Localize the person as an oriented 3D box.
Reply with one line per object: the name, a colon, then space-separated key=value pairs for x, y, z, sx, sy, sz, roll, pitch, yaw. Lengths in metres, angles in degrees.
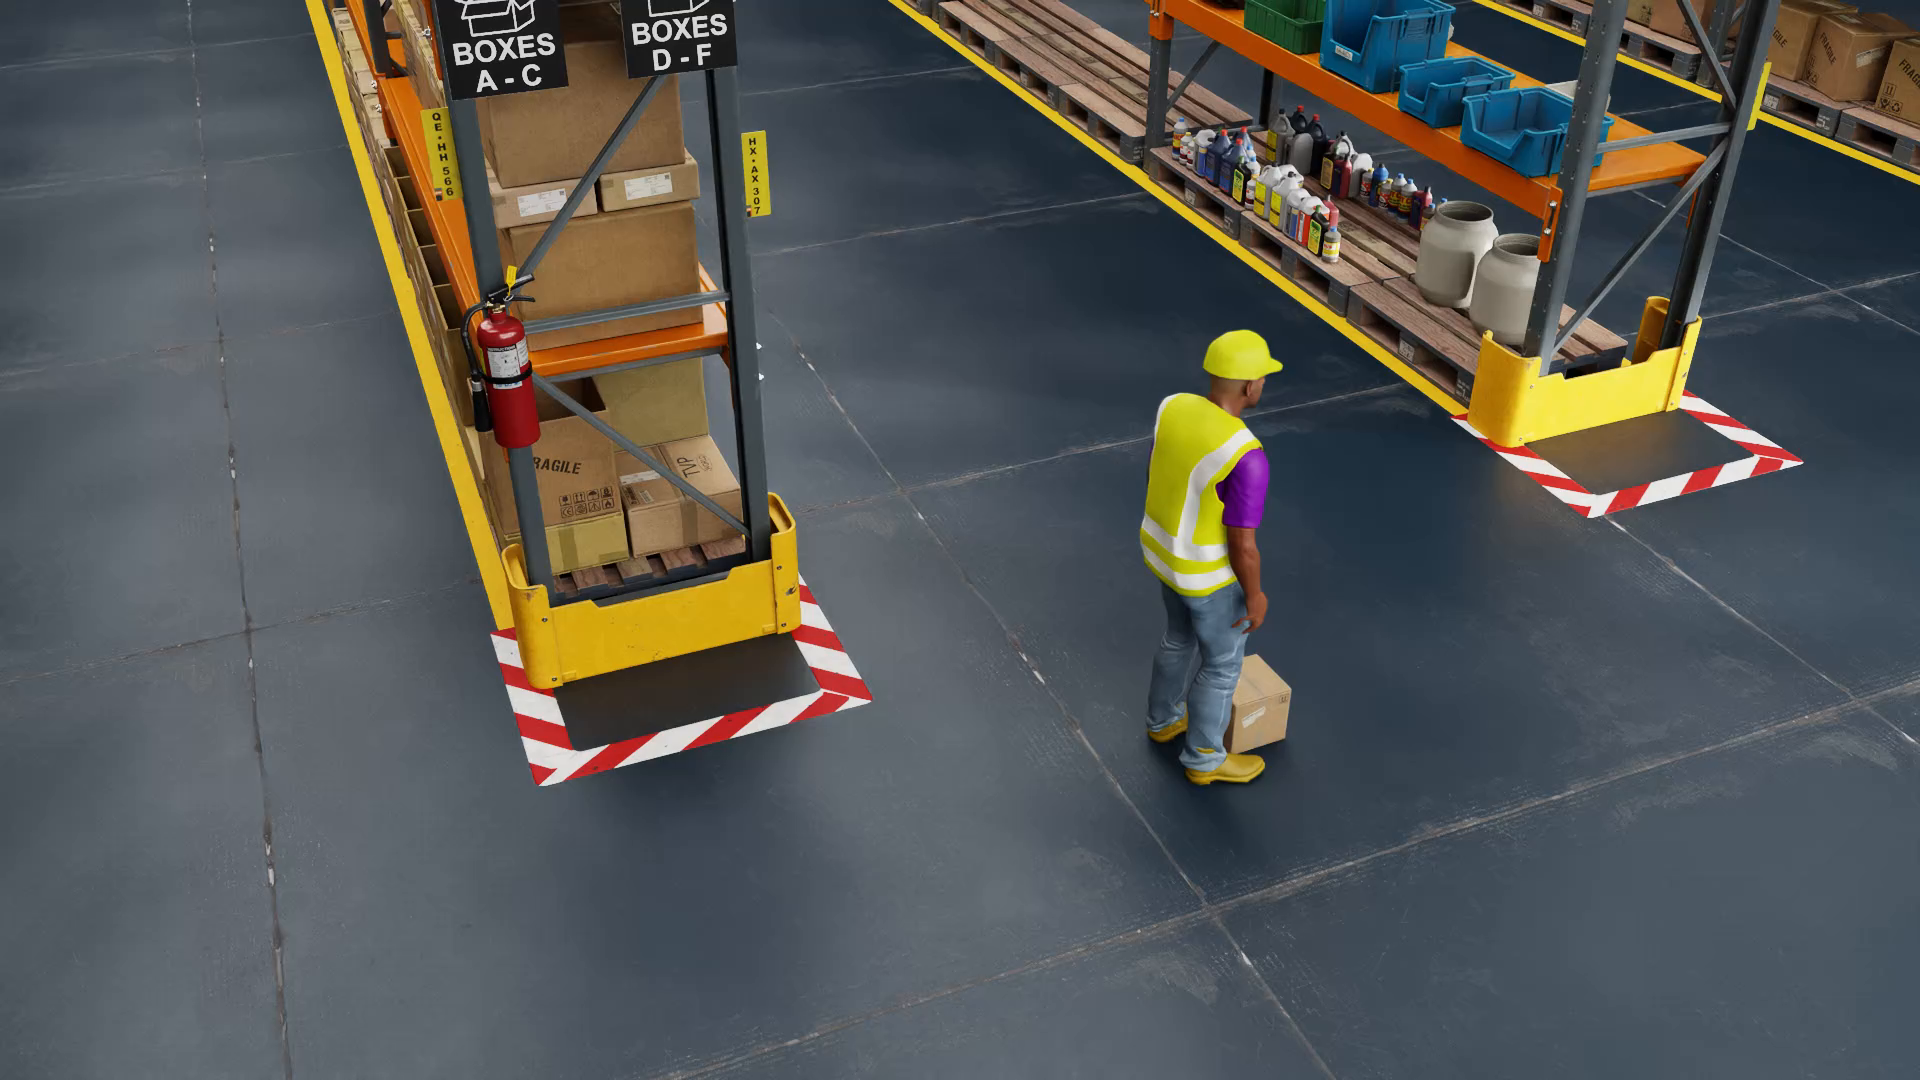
person: x=0.899 y=0.067 z=6.026 sx=0.460 sy=1.755 sz=0.629 roll=-15 pitch=36 yaw=-21
